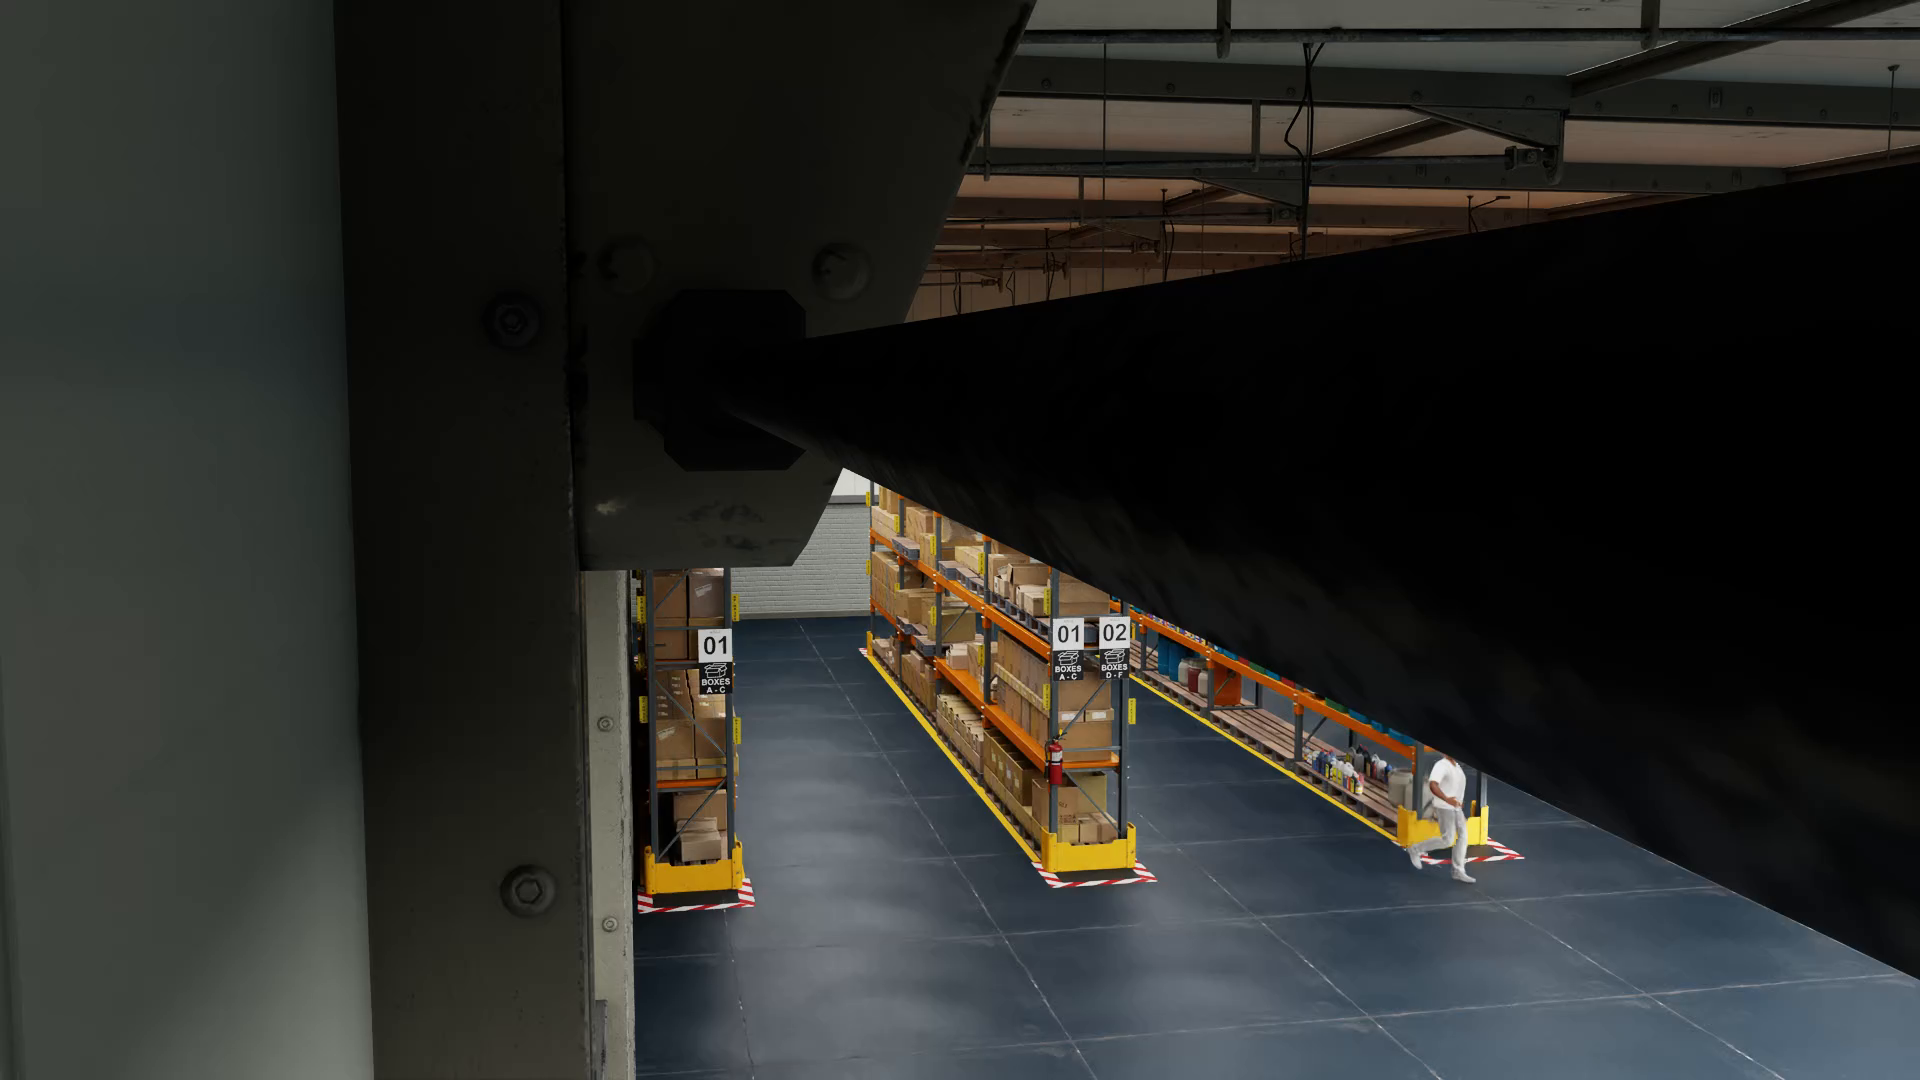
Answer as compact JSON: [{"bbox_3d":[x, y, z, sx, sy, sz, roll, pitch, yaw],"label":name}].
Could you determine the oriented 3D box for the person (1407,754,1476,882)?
[{"bbox_3d":[6.086,3.318,20.684,0.866,1.719,0.764,4,7,37],"label":"person"}]
